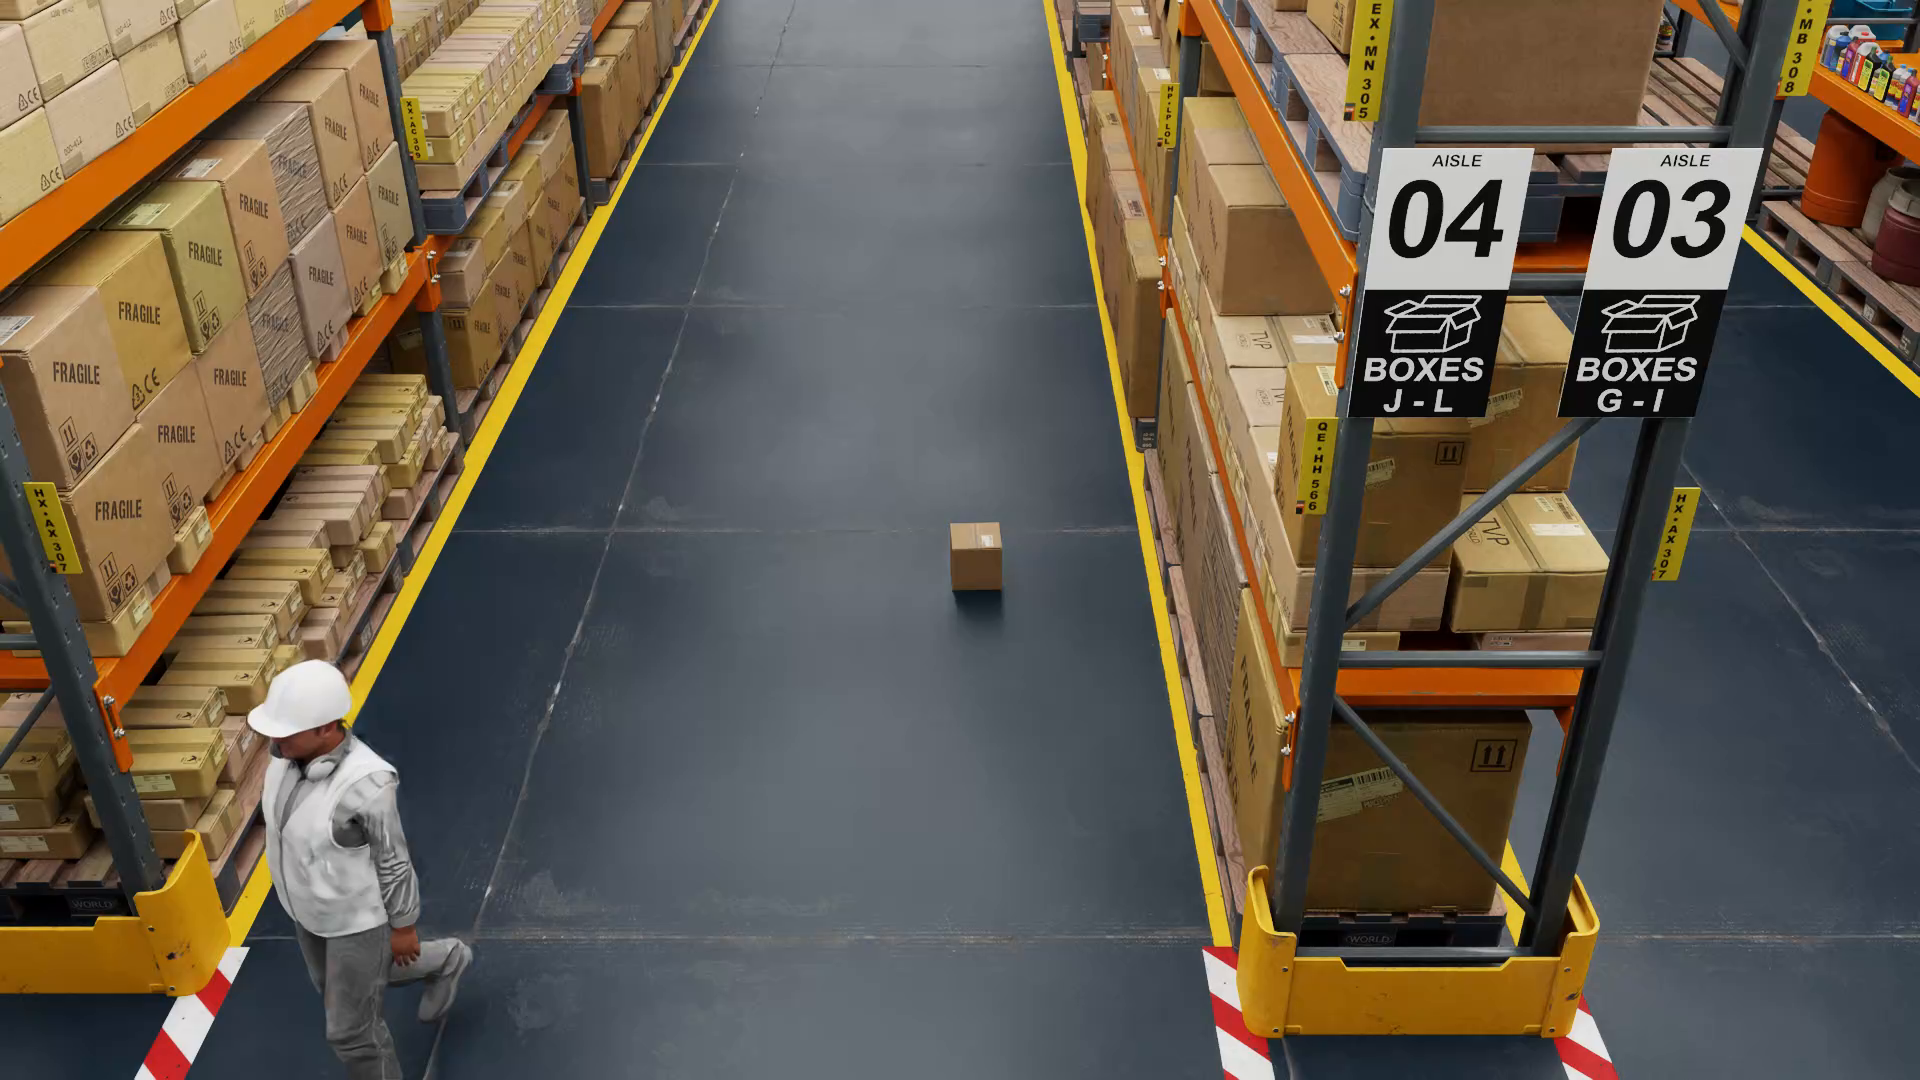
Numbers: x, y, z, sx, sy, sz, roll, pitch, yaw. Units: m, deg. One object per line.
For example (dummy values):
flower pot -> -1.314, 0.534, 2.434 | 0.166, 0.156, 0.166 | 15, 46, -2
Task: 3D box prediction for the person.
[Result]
person -> -1.920, 1.106, 5.287 | 0.561, 1.755, 0.783 | 23, 38, 32
